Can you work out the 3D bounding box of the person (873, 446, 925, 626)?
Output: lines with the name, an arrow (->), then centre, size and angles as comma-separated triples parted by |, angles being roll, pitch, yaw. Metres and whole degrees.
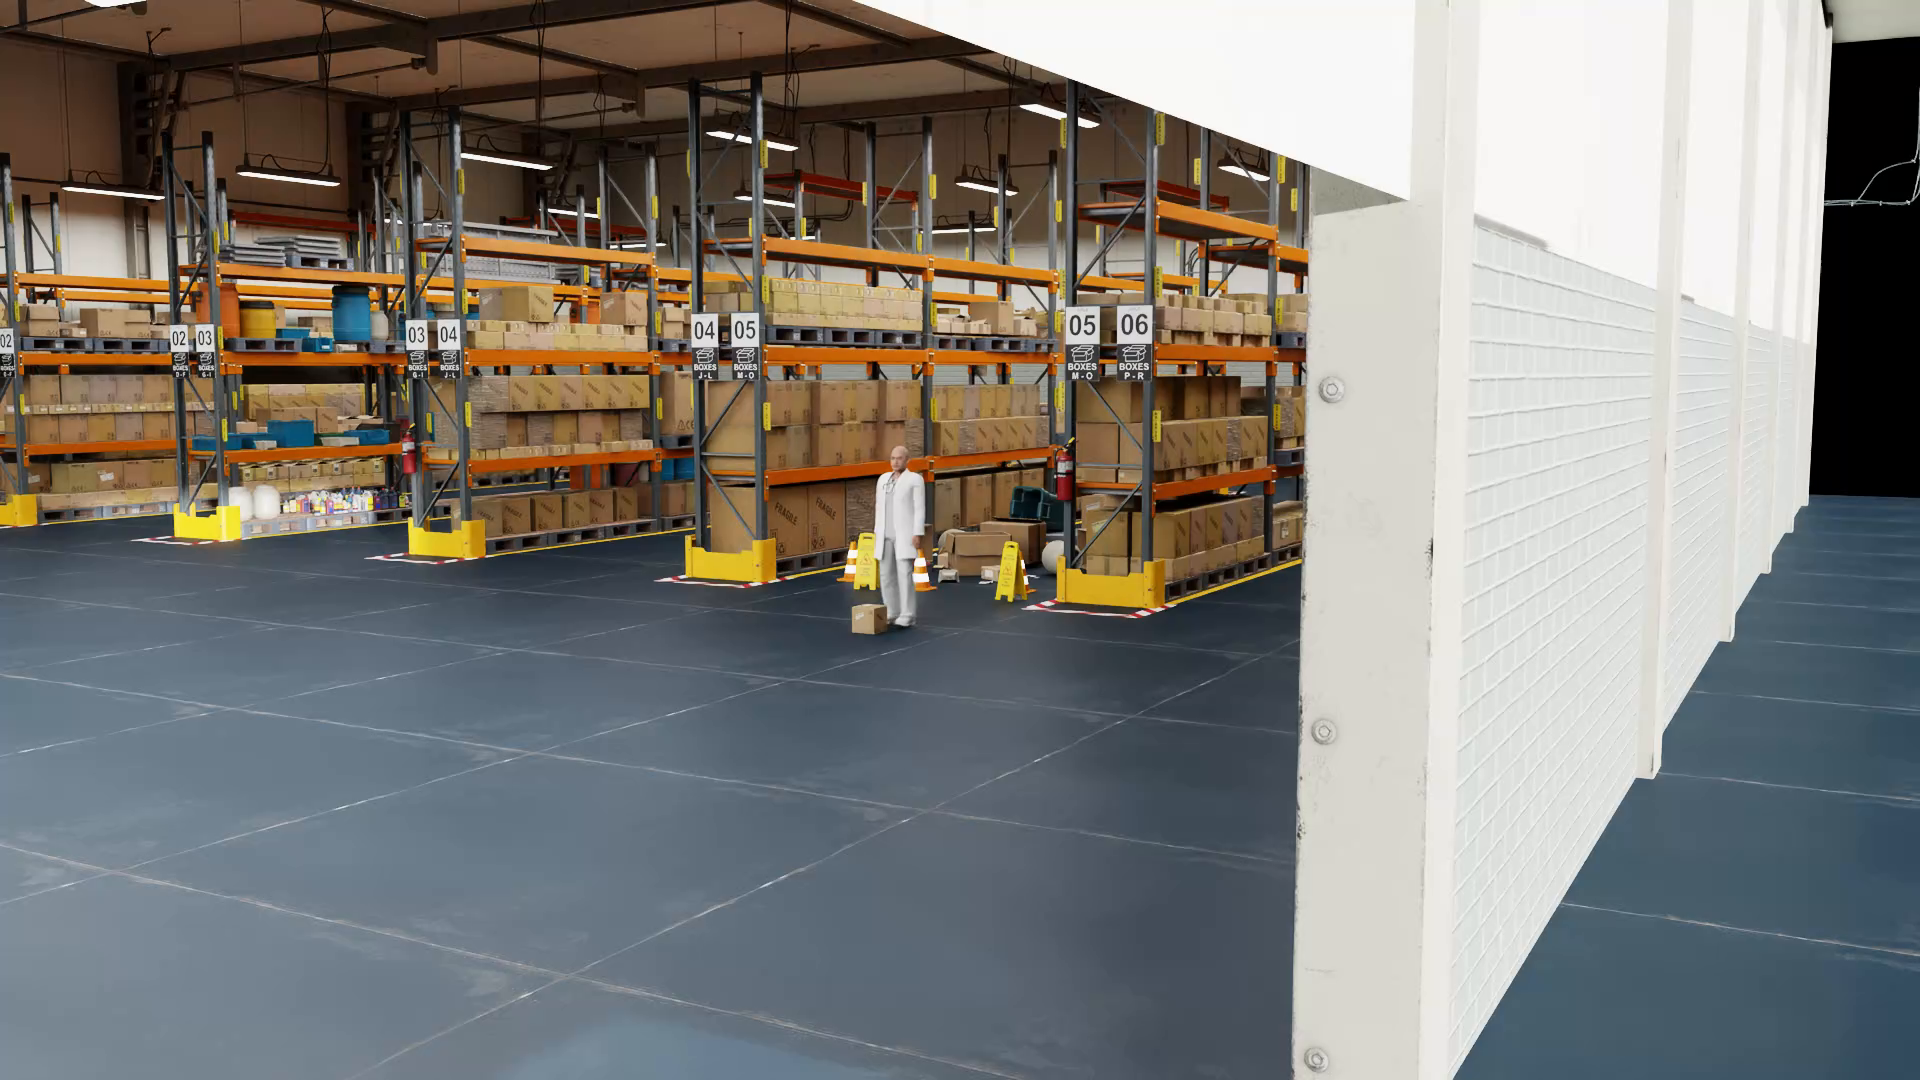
person -> -0.619, -0.036, 16.426 | 0.571, 1.775, 0.436 | 3, 7, 30
